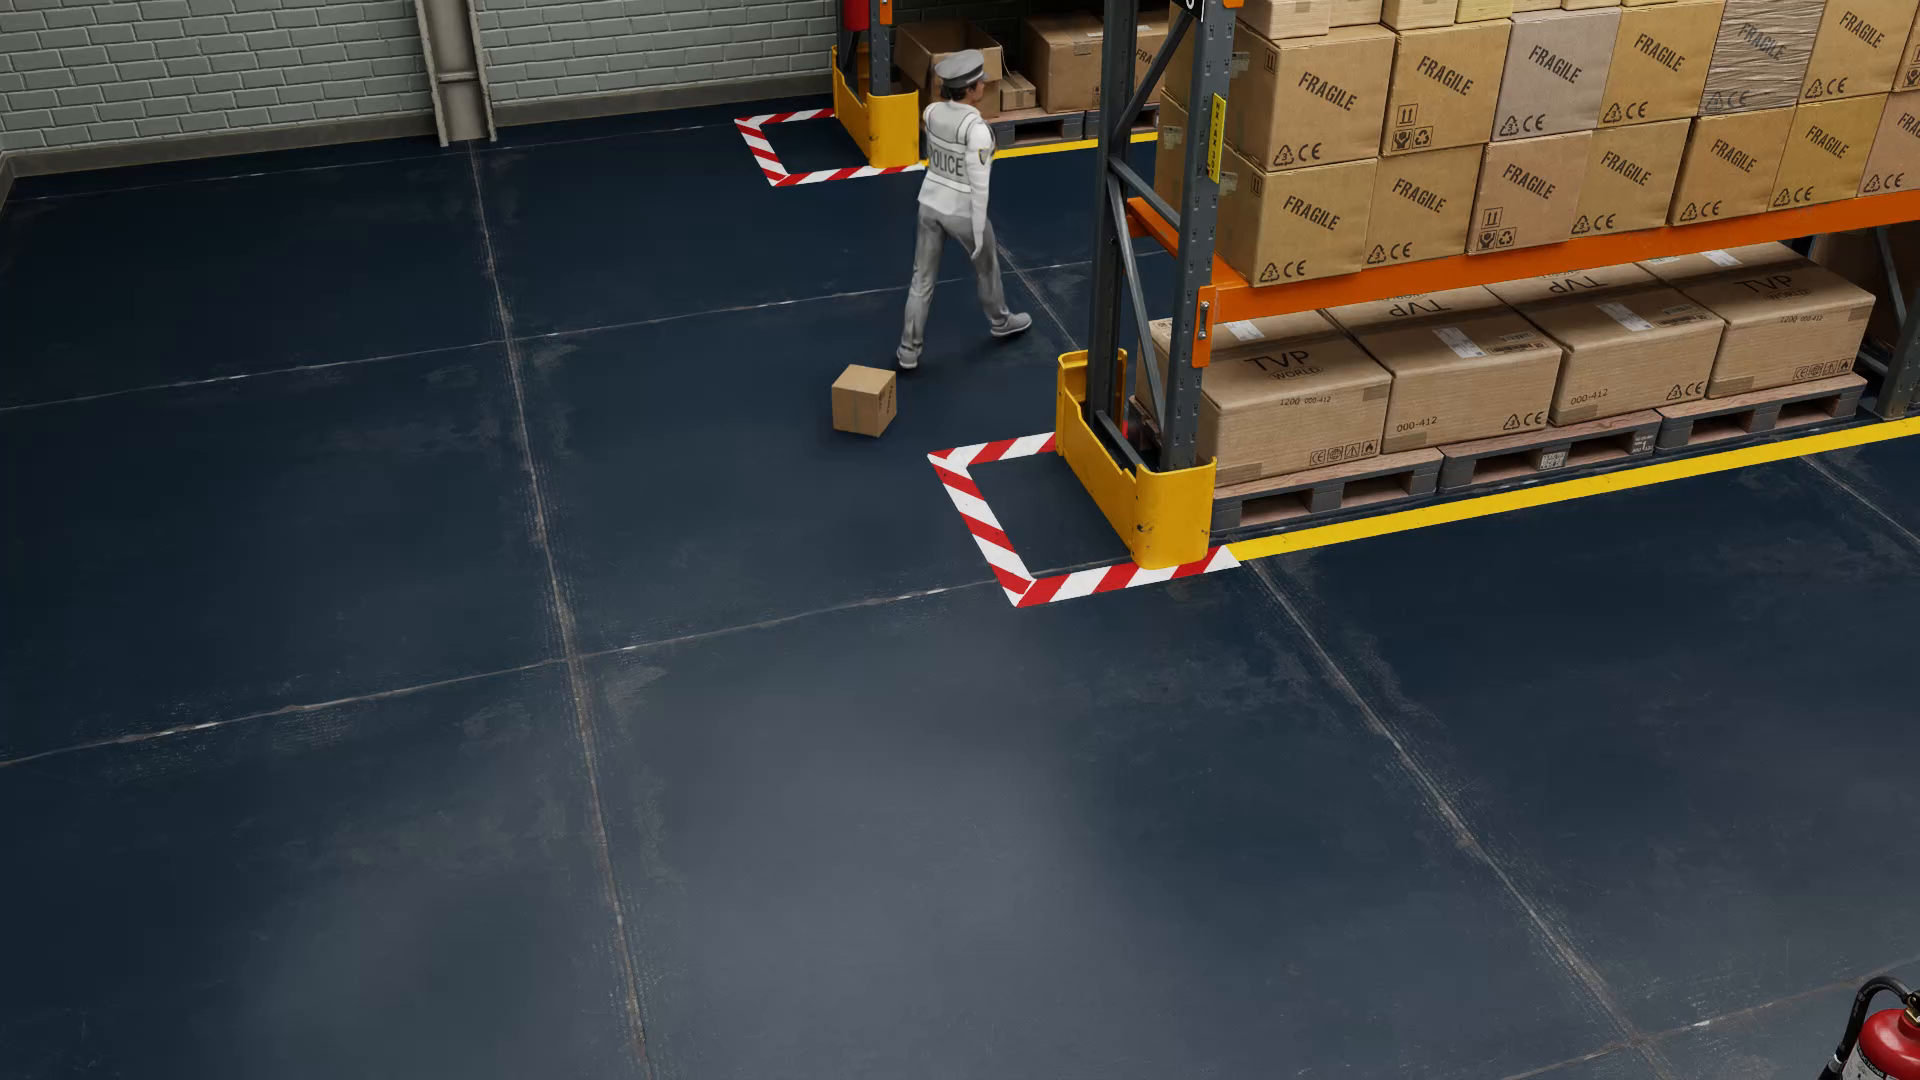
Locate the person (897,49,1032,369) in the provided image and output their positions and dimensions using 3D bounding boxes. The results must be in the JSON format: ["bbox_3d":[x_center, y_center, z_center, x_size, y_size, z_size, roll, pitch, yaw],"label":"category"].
[{"bbox_3d":[0.020,-1.749,8.683,0.530,1.642,0.879,23,40,30],"label":"person"}]
